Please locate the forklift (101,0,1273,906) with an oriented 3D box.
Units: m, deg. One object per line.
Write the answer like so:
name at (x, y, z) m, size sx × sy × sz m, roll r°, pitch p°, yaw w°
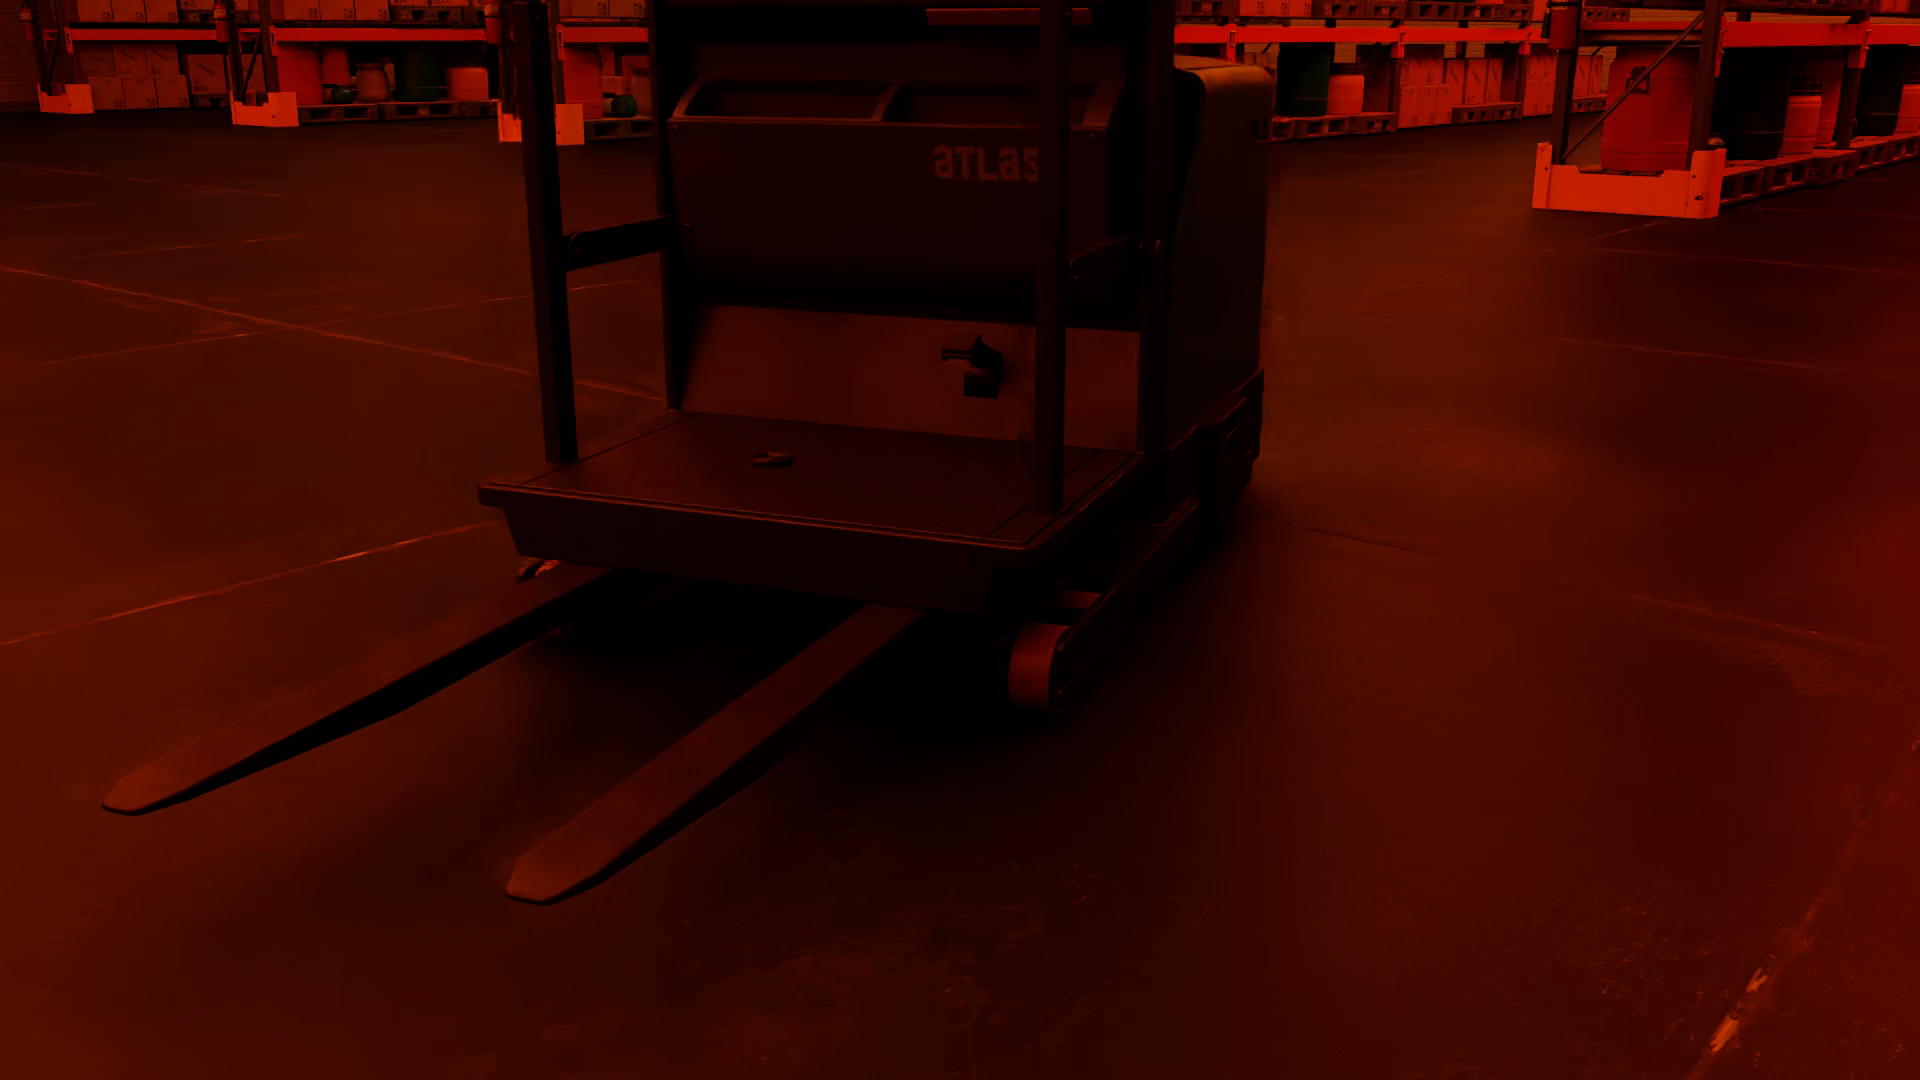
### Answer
forklift at (-0.212, -1.231, 2.951) m, size 1.130 × 2.935 × 3.031 m, roll 7°, pitch 18°, yaw 21°
